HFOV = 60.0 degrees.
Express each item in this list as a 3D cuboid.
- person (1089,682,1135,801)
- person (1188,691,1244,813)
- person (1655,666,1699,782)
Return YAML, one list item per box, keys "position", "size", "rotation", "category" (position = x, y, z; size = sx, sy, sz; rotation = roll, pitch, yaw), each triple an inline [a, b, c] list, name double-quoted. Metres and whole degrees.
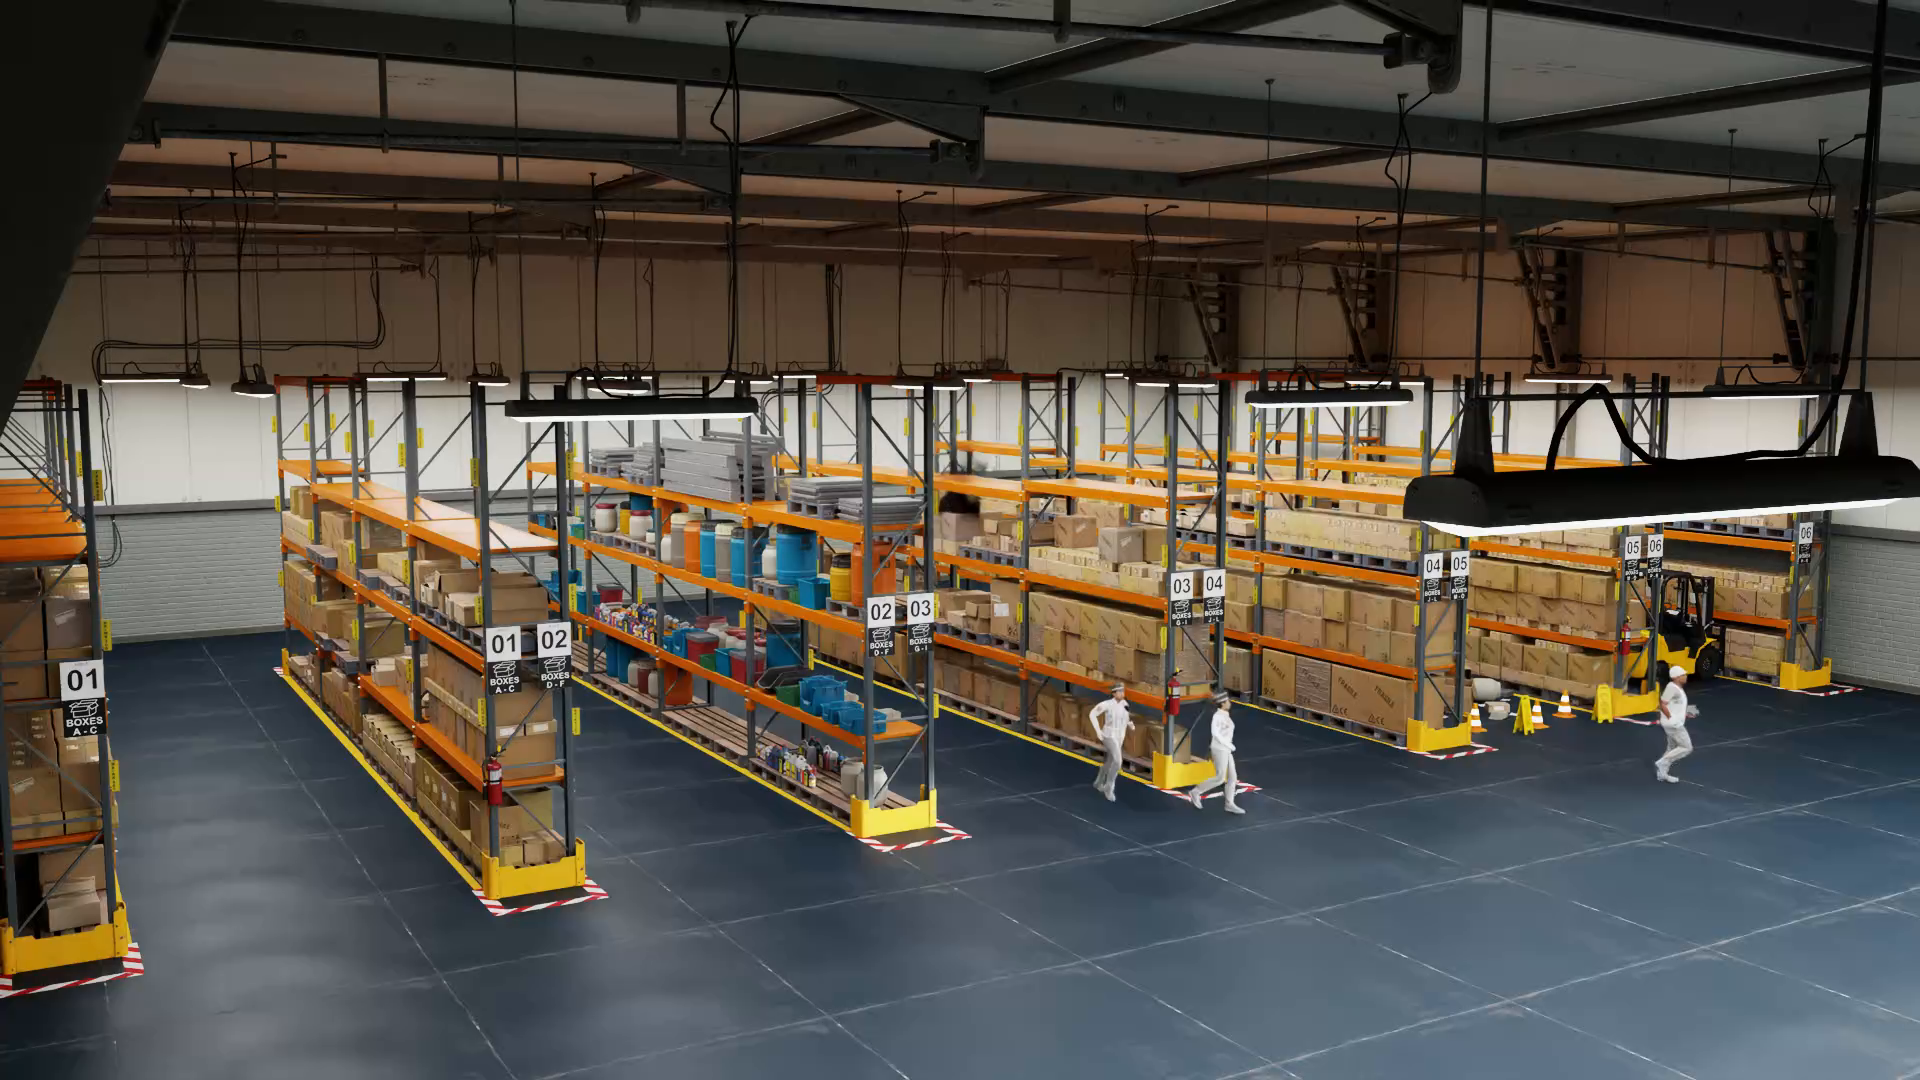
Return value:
- position: [2.221, 2.888, 24.040]
  size: [0.613, 1.724, 0.710]
  rotation: [-5, 8, -41]
  category: "person"
- position: [3.639, 2.954, 23.364]
  size: [0.779, 1.659, 0.681]
  rotation: [2, 6, 15]
  category: "person"
- position: [10.738, 2.745, 24.848]
  size: [0.575, 1.746, 0.663]
  rotation: [2, 7, 19]
  category: "person"
